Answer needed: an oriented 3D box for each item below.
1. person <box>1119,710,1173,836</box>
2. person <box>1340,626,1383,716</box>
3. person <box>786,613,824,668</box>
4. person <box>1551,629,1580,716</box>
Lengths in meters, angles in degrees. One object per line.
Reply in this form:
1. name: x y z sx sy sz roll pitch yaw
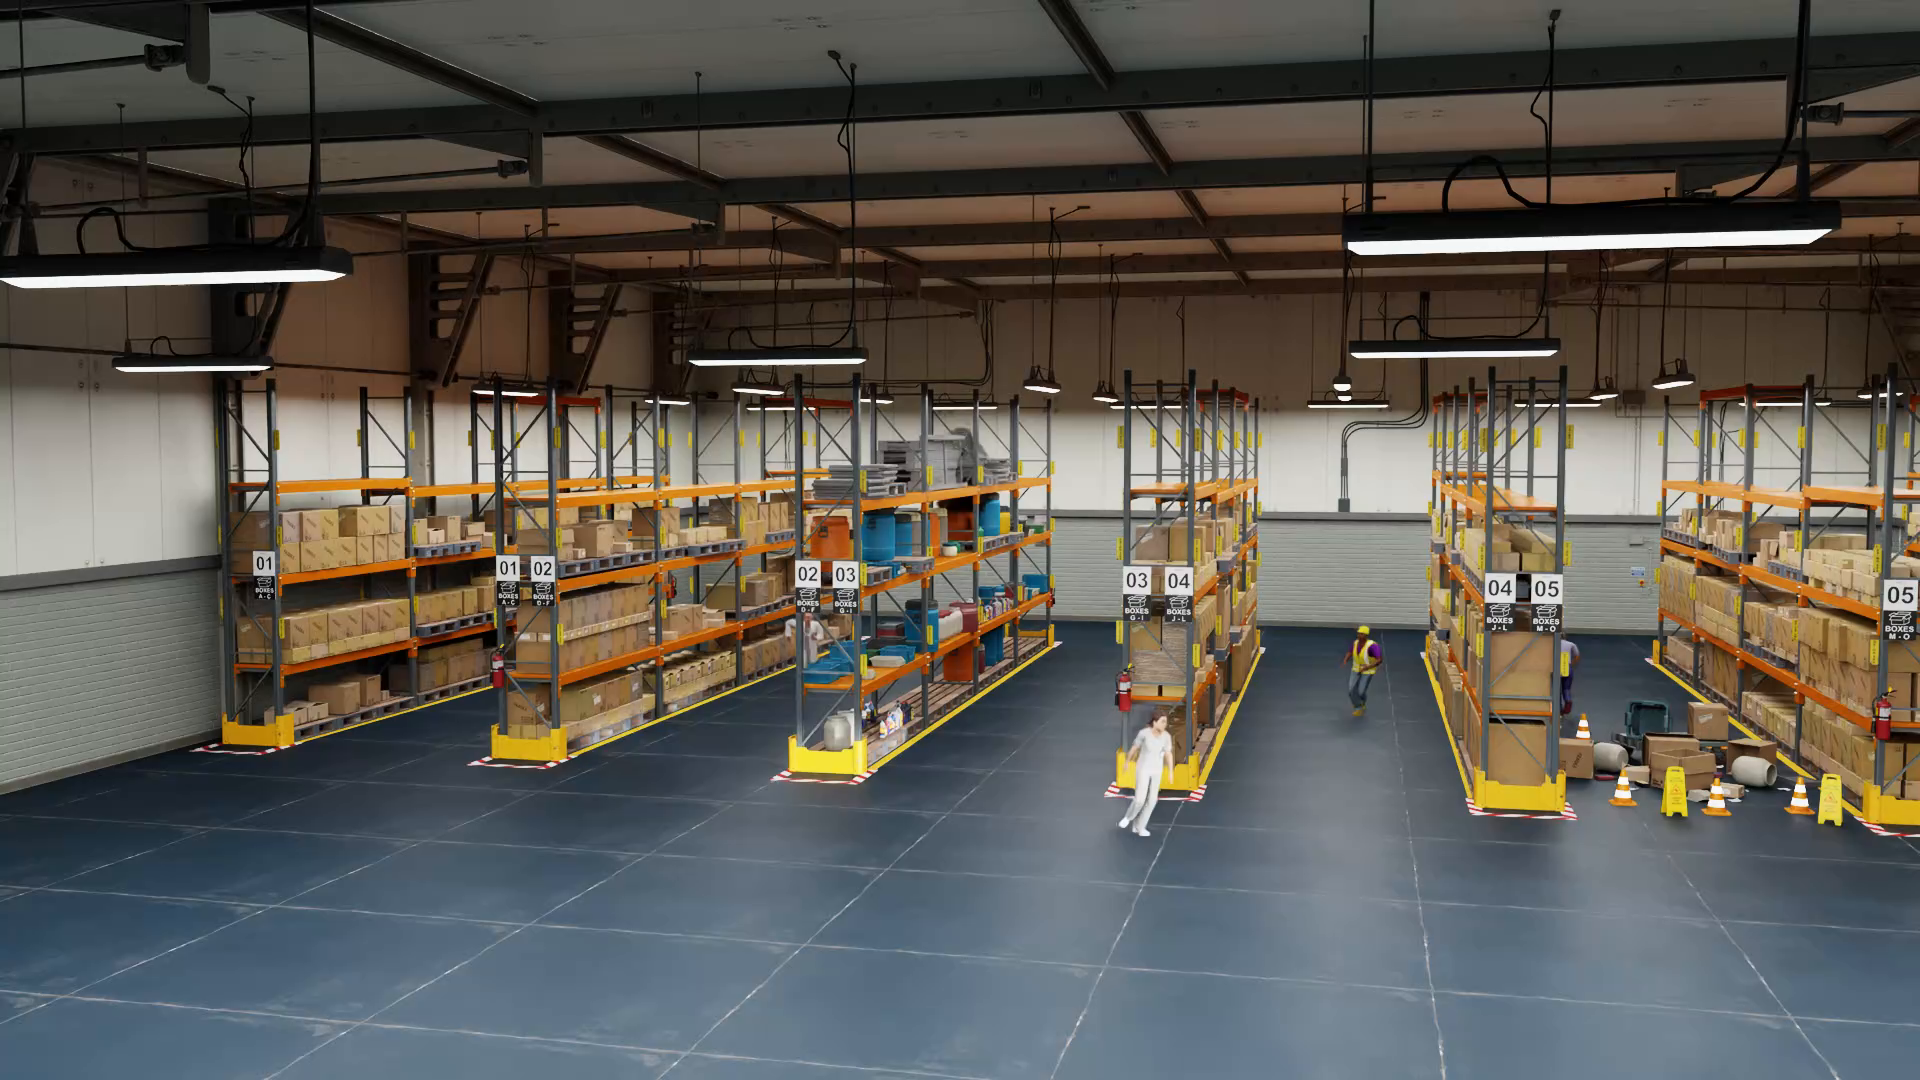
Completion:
1. person: 2.352 2.954 21.007 0.620 1.586 0.548 -1 4 -17
2. person: 7.314 2.377 30.187 0.793 1.670 0.539 3 4 38
3. person: -3.081 2.211 33.004 0.755 1.684 1.039 0 3 -7
4. person: 10.933 2.414 30.143 0.607 1.581 0.588 1 3 9
